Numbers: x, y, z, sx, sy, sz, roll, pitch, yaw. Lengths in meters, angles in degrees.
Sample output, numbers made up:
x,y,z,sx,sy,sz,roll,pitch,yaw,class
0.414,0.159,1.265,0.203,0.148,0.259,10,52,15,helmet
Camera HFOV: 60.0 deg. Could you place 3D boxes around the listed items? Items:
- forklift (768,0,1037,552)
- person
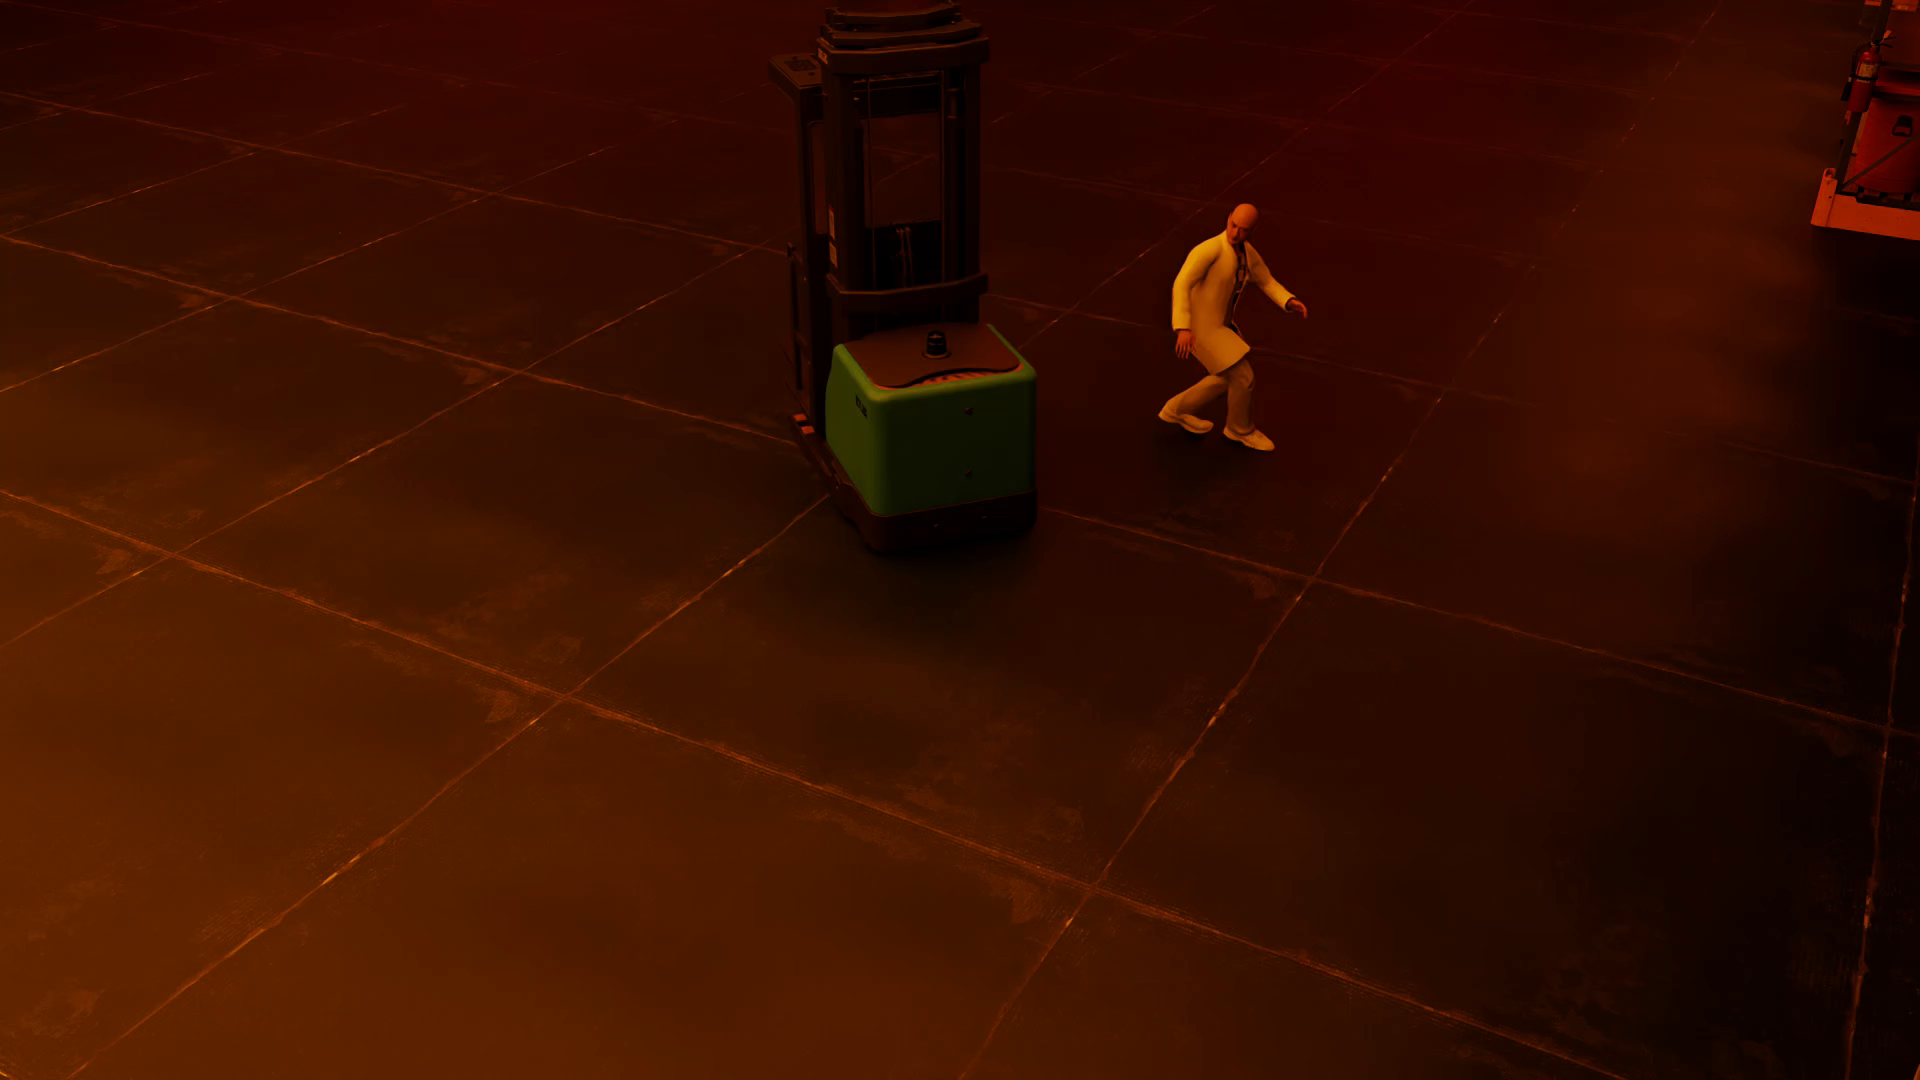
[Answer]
x,y,z,sx,sy,sz,roll,pitch,yaw,class
-0.513,-1.922,10.400,1.130,2.935,3.031,-10,32,-17,forklift
1.728,-1.286,10.690,0.907,1.570,0.912,15,33,24,person
